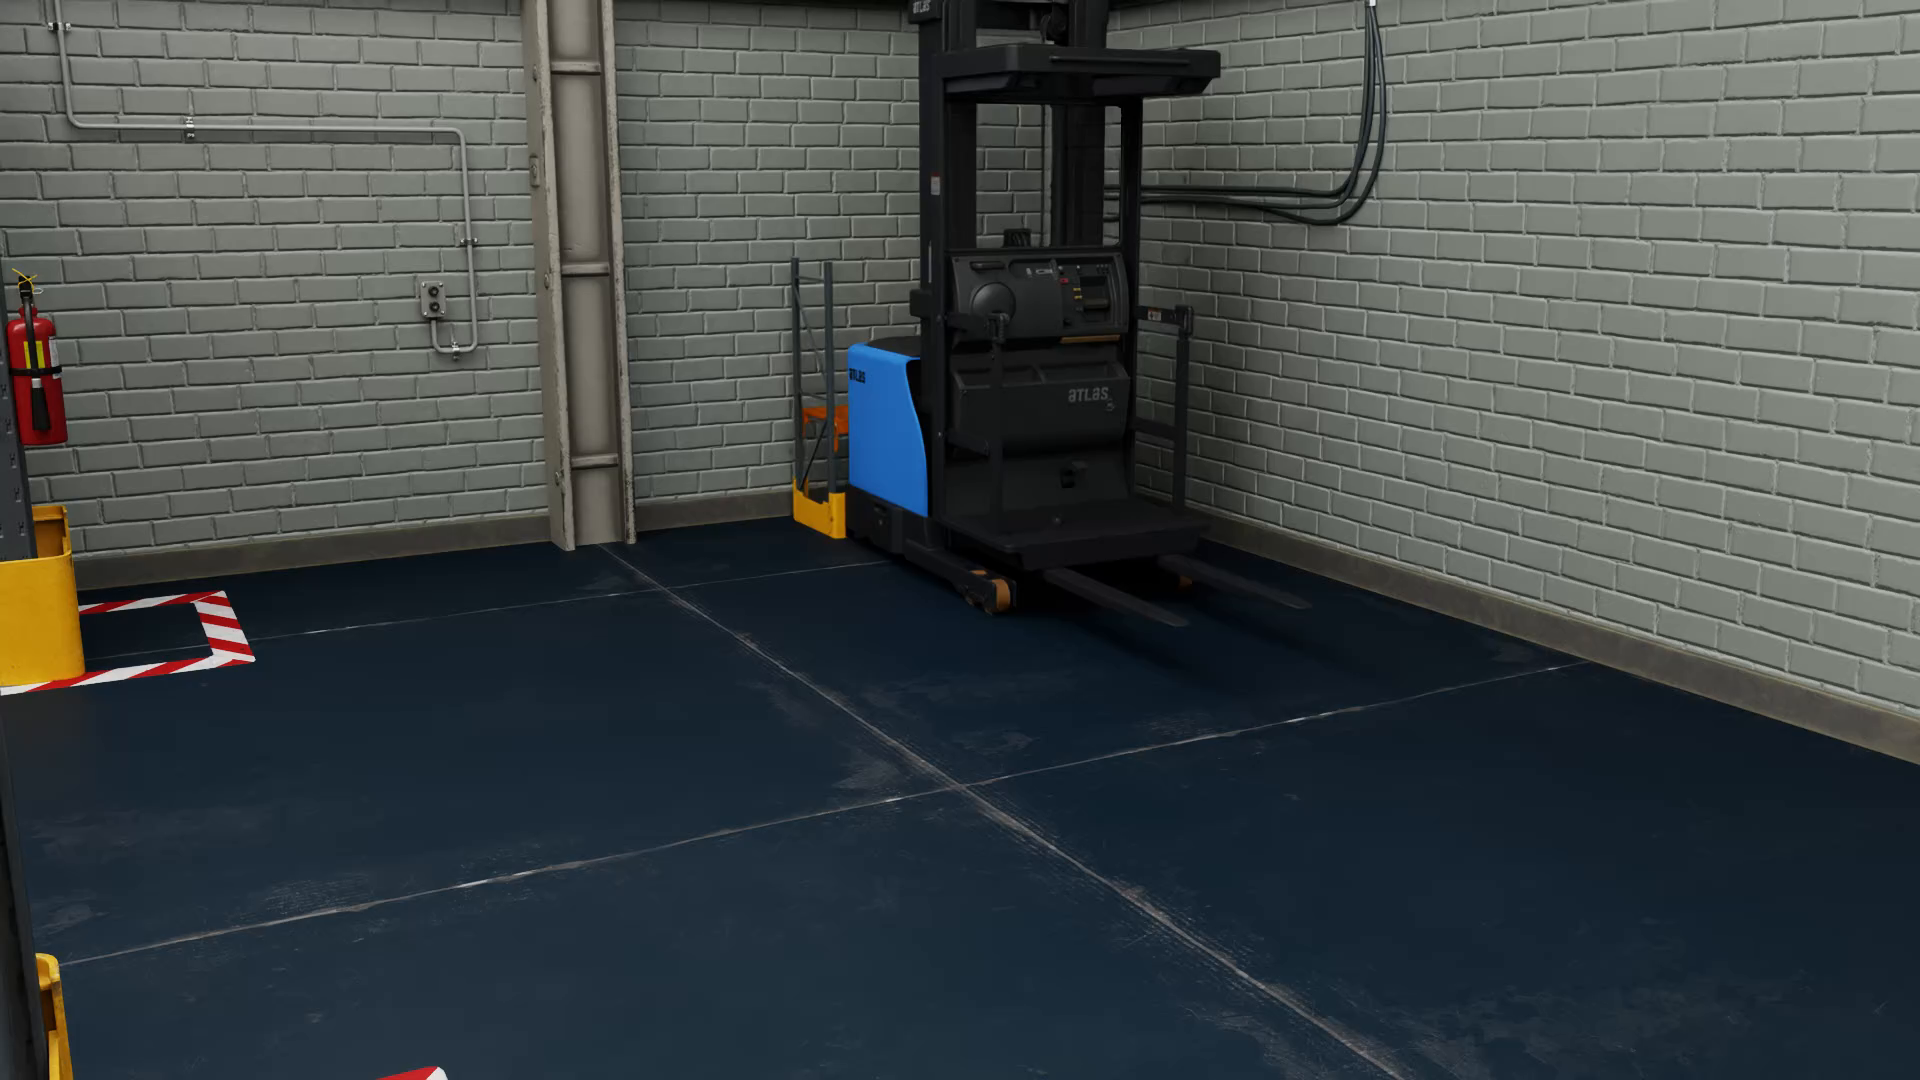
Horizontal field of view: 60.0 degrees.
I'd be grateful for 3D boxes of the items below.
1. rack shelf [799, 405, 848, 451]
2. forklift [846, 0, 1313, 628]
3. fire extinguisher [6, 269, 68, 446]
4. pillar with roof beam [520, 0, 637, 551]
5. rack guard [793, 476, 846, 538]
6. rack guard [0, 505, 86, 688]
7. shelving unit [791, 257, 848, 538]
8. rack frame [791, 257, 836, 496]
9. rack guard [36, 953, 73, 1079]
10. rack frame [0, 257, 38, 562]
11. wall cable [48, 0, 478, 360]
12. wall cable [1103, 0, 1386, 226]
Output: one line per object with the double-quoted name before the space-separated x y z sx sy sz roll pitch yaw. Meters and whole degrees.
"rack shelf" -0.365 -0.676 9.515 1.000 0.185 0.538 -7 14 -28
"forklift" 0.487 -1.200 7.765 1.130 2.935 3.031 -6 14 -26
"fire extinguisher" -3.604 -0.713 6.470 0.183 0.674 0.296 -7 14 -28
"pillar with roof beam" 0.061 -3.553 4.403 0.400 9.000 9.100 -7 14 -28
"rack guard" -0.795 -0.190 9.386 0.087 0.250 0.587 -7 14 -28
"rack guard" -3.936 0.212 7.031 0.348 0.500 1.175 -7 14 -28
"shelving unit" -0.357 -0.852 9.480 1.083 1.500 0.587 -7 14 -28
"rack frame" -0.813 -0.798 9.239 0.032 1.500 0.500 -7 14 -28
"rack guard" -1.647 1.176 2.744 0.348 0.500 1.175 -7 14 -28
"rack frame" -3.957 -1.005 6.745 0.127 3.000 1.000 -7 14 -28
"wall cable" -3.287 -1.818 8.042 1.851 1.984 0.084 -7 14 -28
"wall cable" 1.178 -2.943 8.765 0.112 2.526 3.097 -7 14 -28
